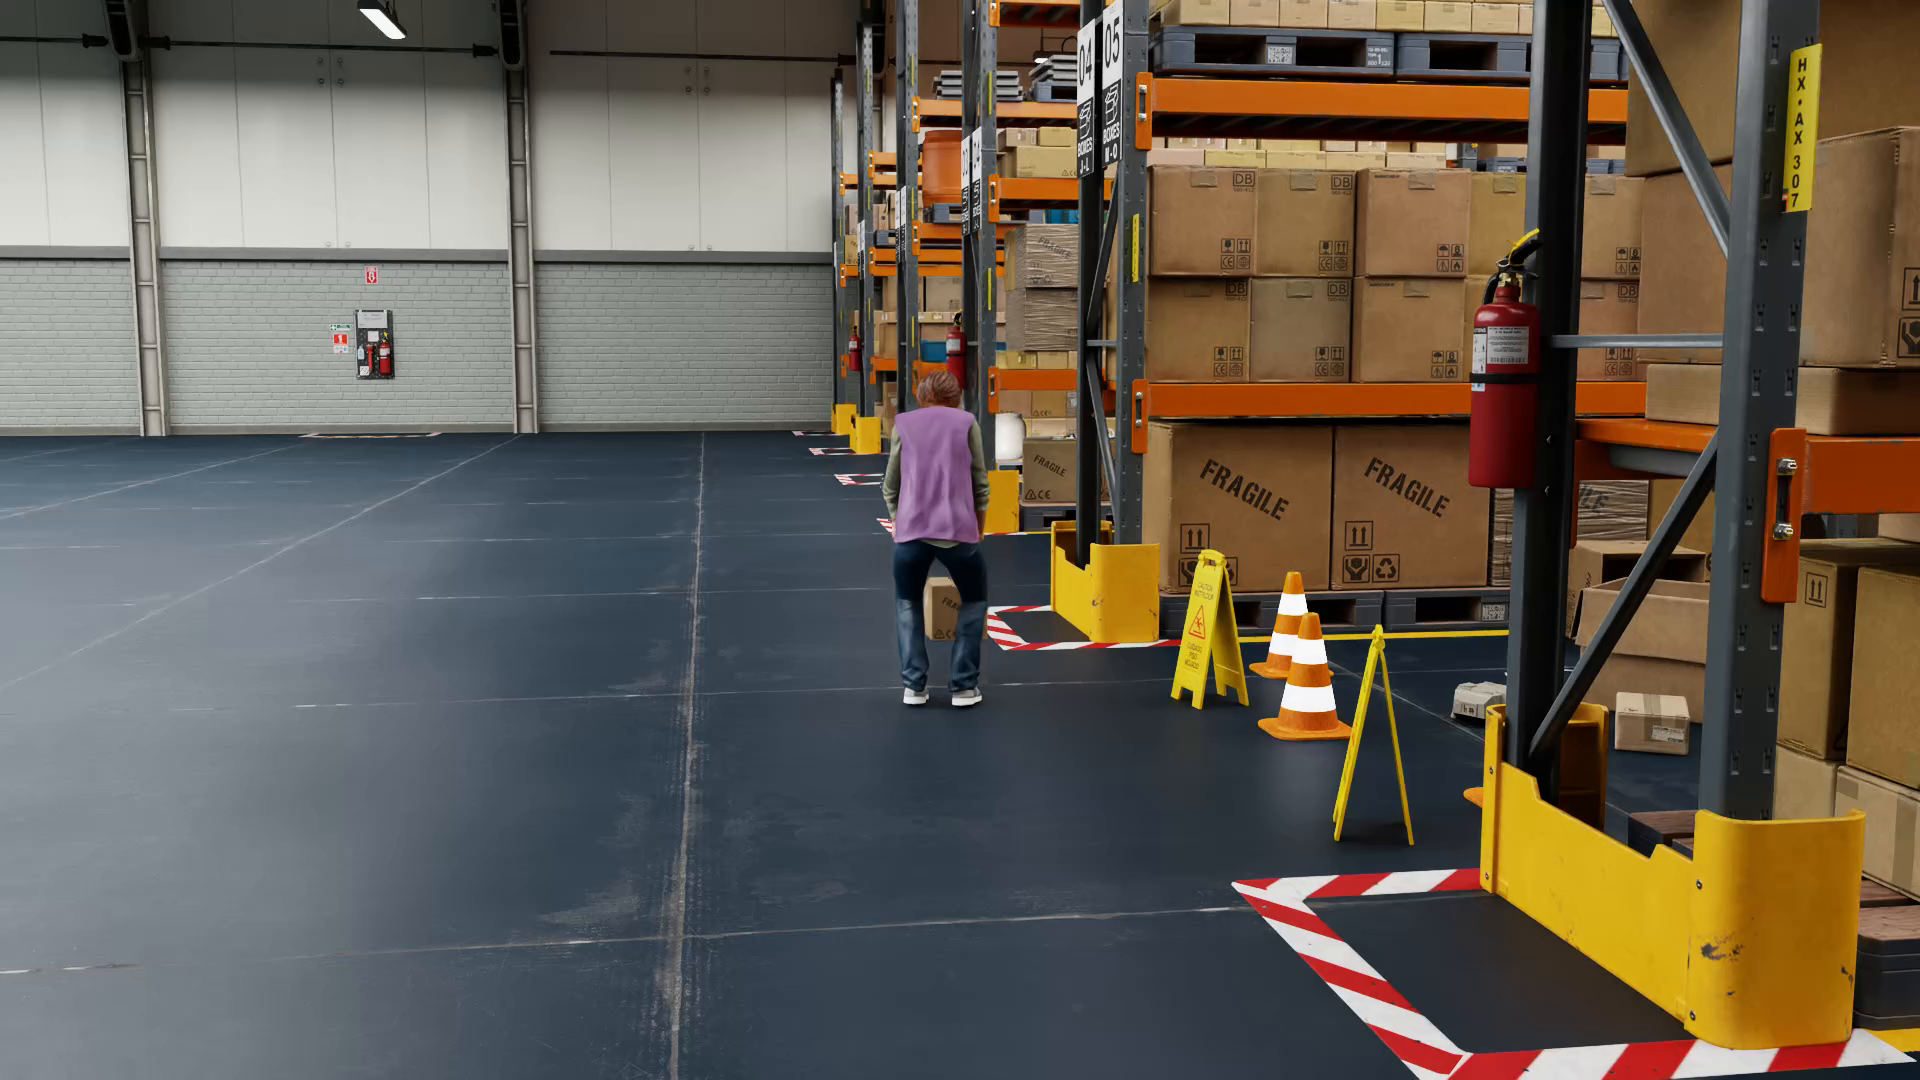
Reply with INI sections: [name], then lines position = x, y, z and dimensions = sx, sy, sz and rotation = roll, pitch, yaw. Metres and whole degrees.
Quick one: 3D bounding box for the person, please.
[person]
position = -0.110, 0.001, 6.967
dimensions = 0.458, 1.385, 0.581
rotation = 1, 7, 8
